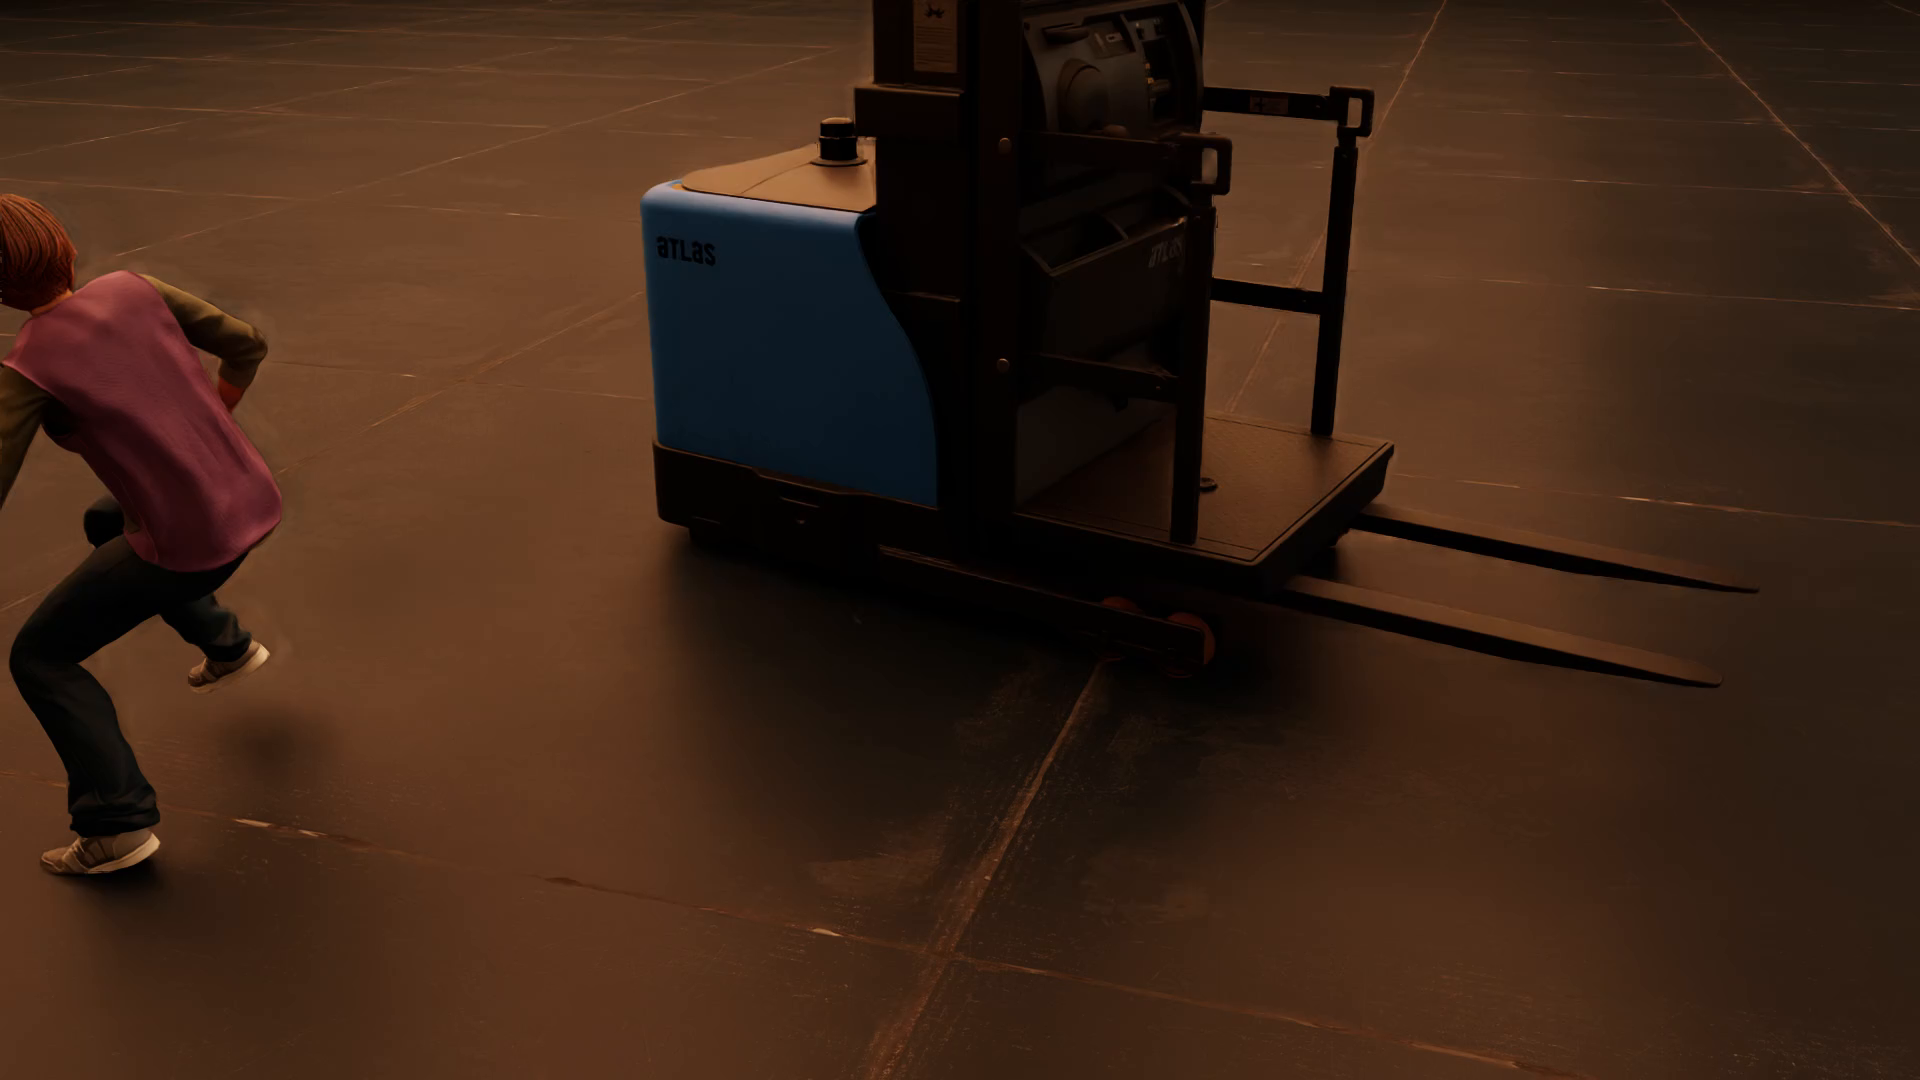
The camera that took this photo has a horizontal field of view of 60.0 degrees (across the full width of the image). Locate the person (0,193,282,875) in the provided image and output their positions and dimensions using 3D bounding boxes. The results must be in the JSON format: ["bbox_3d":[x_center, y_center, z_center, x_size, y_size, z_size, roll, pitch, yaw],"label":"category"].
[{"bbox_3d":[-1.785,-0.044,3.518,0.603,1.381,0.722,6,23,14],"label":"person"}]

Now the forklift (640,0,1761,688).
[{"bbox_3d":[0.591,-1.231,4.261,3.031,2.935,1.130,13,26,29],"label":"forklift"}]
